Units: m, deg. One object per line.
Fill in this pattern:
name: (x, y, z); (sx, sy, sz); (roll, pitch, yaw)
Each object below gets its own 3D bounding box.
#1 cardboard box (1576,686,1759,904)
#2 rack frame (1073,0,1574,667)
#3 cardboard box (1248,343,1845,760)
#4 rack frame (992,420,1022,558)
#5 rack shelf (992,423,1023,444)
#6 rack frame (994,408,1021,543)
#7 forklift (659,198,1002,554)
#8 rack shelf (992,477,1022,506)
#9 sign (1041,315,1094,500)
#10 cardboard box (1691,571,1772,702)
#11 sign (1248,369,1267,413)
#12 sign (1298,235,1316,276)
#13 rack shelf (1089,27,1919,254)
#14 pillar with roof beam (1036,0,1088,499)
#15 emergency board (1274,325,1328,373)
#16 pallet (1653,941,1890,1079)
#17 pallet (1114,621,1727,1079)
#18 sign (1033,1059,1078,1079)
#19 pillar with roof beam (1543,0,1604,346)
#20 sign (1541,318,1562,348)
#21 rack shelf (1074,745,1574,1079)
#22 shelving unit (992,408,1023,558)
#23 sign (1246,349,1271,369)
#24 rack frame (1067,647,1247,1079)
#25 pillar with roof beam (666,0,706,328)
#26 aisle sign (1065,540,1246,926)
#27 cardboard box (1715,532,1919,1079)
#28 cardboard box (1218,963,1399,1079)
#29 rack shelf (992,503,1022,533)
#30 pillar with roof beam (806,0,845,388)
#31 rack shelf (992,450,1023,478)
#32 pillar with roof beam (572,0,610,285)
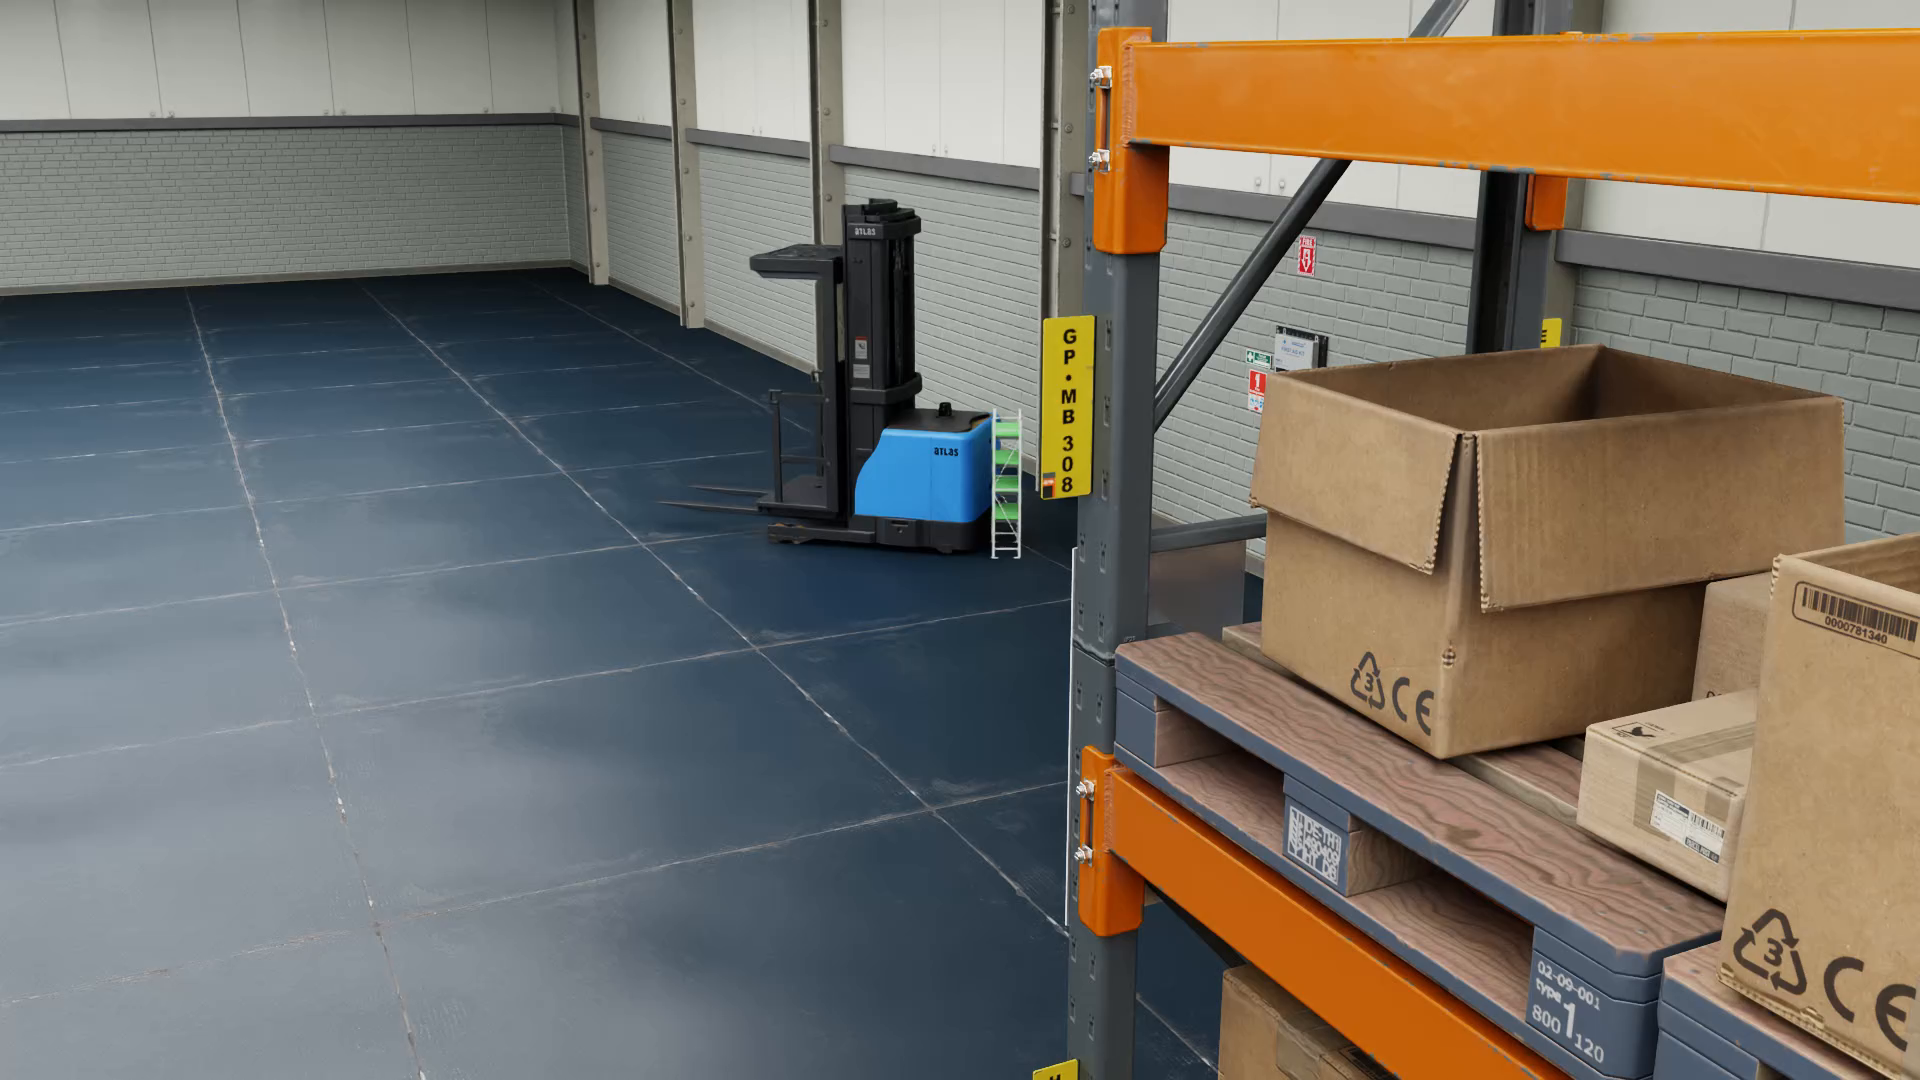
cardboard box: (1.050, 0.322, 2.192); (0.380, 0.149, 0.250); (-8, 18, -25)
rack frame: (0.693, -1.284, 2.912); (1.000, 3.000, 0.127); (-8, 18, -25)
cardboard box: (0.941, -0.018, 2.736); (0.797, 0.503, 0.637); (-6, 17, -21)
rack frame: (0.397, -0.422, 14.046); (0.240, 1.200, 0.015); (0, 16, 1)
rack shelf: (0.404, -0.889, 14.165); (0.258, 0.148, 0.480); (0, 16, 1)
rack frame: (0.410, -0.556, 14.515); (0.240, 1.200, 0.015); (0, 16, 1)
forklift: (-1.195, -1.505, 14.680); (3.031, 2.935, 1.130); (5, 17, 16)
rack shelf: (0.404, -0.428, 14.298); (0.258, 0.148, 0.480); (0, 16, 1)
sign: (0.192, -0.235, 2.966); (0.100, 0.325, 0.005); (-8, 18, -25)
cardboard box: (1.435, 0.214, 2.385); (0.500, 0.250, 0.500); (-8, 18, -25)
sign: (2.402, -1.203, 13.440); (0.001, 0.329, 0.234); (-8, 18, -25)
sign: (2.638, -2.165, 12.653); (0.001, 0.298, 0.199); (-8, 18, -25)
rack shelf: (1.569, -0.250, 1.338); (1.077, 0.370, 4.000); (-8, 18, -25)
pillar with roof beam: (-2.898, -4.270, 13.316); (9.100, 9.000, 0.400); (-8, 18, -25)
emergency board: (2.552, -1.036, 12.924); (0.194, 1.169, 0.643); (-8, 18, -25)
pallet: (1.518, 0.681, 1.660); (1.003, 0.211, 1.213); (-8, 18, -25)
pallet: (0.980, 0.378, 2.716); (1.003, 0.211, 1.213); (-8, 18, -25)
sign: (0.192, 1.211, 3.381); (0.100, 0.325, 0.005); (-8, 18, -25)
pillar with roof beam: (-0.270, -2.782, 8.132); (9.100, 9.000, 0.400); (-8, 18, -25)
sign: (1.187, -0.292, 3.431); (0.100, 0.325, 0.005); (-8, 18, -25)
rack shelf: (1.569, 0.999, 1.697); (1.077, 0.370, 4.000); (-8, 18, -25)
shelving unit: (0.404, -0.489, 14.280); (0.258, 1.200, 0.503); (0, 16, 1)
sign: (2.397, -1.456, 13.359); (0.001, 0.109, 0.331); (-8, 18, -25)
rack frame: (0.693, 1.599, 3.739); (1.000, 3.000, 0.127); (-8, 18, -25)
pillar with roof beam: (-8.155, -7.246, 23.685); (9.100, 9.000, 0.400); (-8, 18, -25)
aisle sign: (0.389, 0.370, 3.309); (0.394, 0.787, 0.004); (-8, 18, -25)
cardboard box: (1.175, 0.285, 1.685); (0.500, 0.500, 0.500); (-8, 18, -25)
cardboard box: (0.909, 1.058, 3.092); (0.700, 0.500, 0.500); (-8, 18, -25)
rack shelf: (0.404, -0.197, 14.364); (0.258, 0.148, 0.480); (0, 16, 1)
pillar with roof beam: (-5.527, -5.758, 18.501); (9.100, 9.000, 0.400); (-8, 18, -25)
rack shelf: (0.404, -0.658, 14.232); (0.258, 0.148, 0.480); (0, 16, 1)
pillar with roof beam: (-10.784, -8.733, 28.869); (9.100, 9.000, 0.400); (-8, 18, -25)
